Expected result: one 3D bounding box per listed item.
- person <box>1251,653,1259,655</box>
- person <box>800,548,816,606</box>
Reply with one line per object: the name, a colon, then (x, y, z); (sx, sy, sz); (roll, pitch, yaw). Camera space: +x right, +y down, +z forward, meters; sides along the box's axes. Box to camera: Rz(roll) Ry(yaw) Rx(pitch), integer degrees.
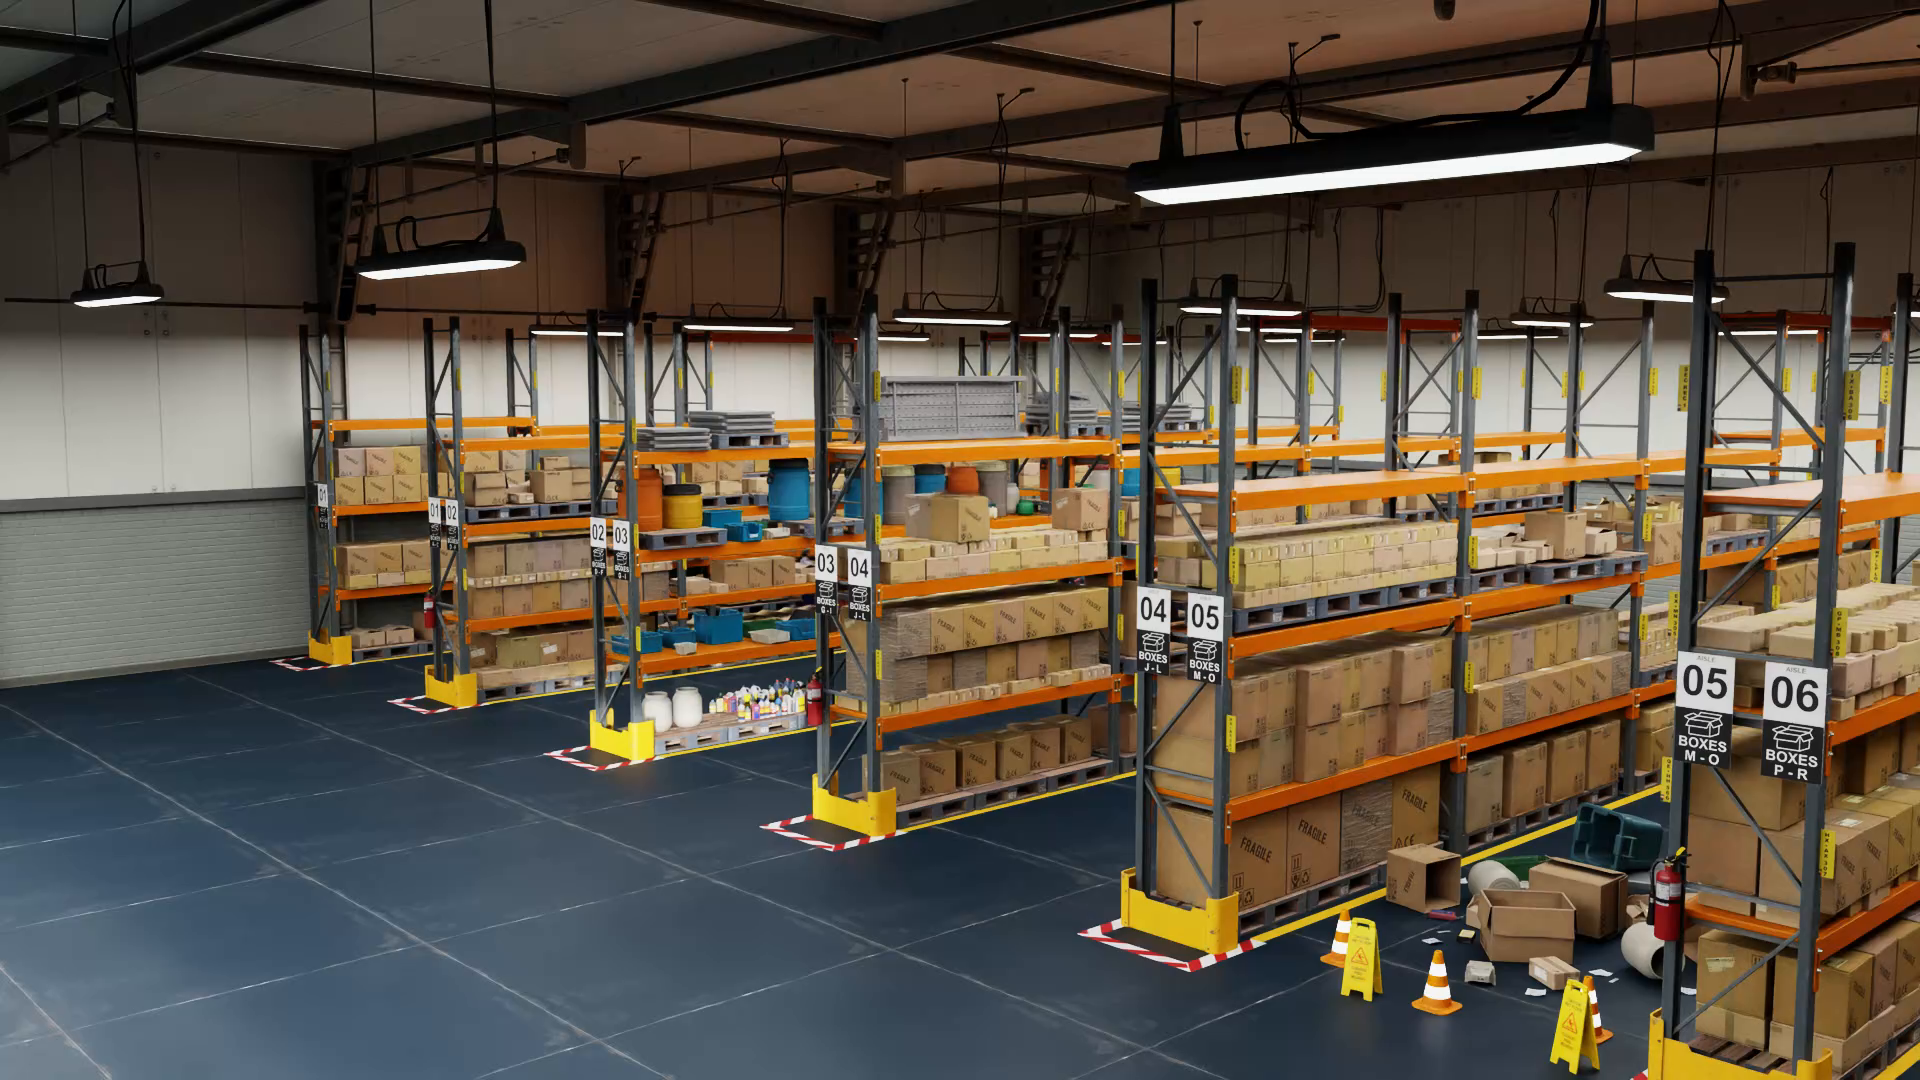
person: (3.838, 2.200, 21.680); (0.994, 1.533, 0.458); (-6, 8, -44)
person: (-3.139, 0.963, 33.568); (0.490, 1.646, 0.523); (-2, 6, -16)
